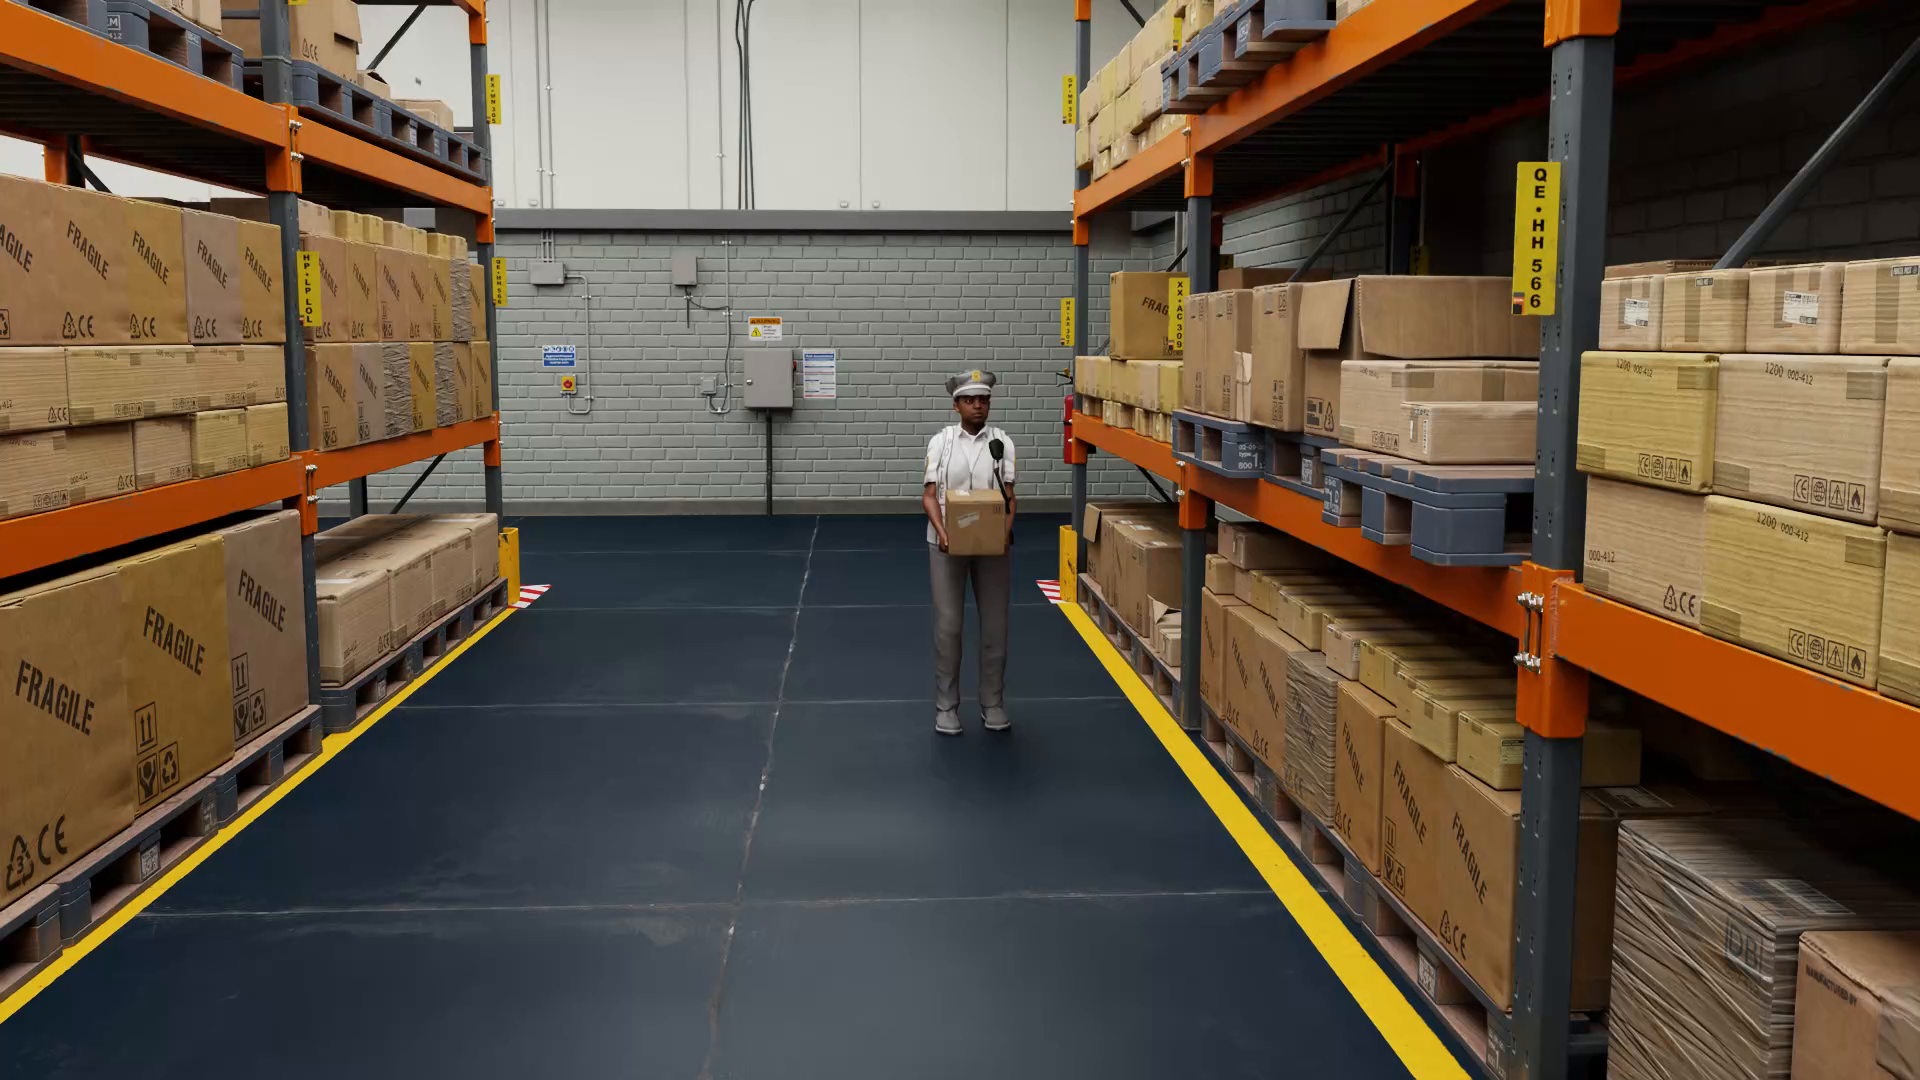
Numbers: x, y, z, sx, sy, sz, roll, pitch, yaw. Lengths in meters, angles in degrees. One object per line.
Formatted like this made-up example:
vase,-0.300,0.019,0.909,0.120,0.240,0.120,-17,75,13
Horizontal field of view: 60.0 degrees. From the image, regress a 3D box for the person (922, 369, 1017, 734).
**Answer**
person,0.050,0.054,7.746,0.451,1.680,0.535,-1,7,-5
